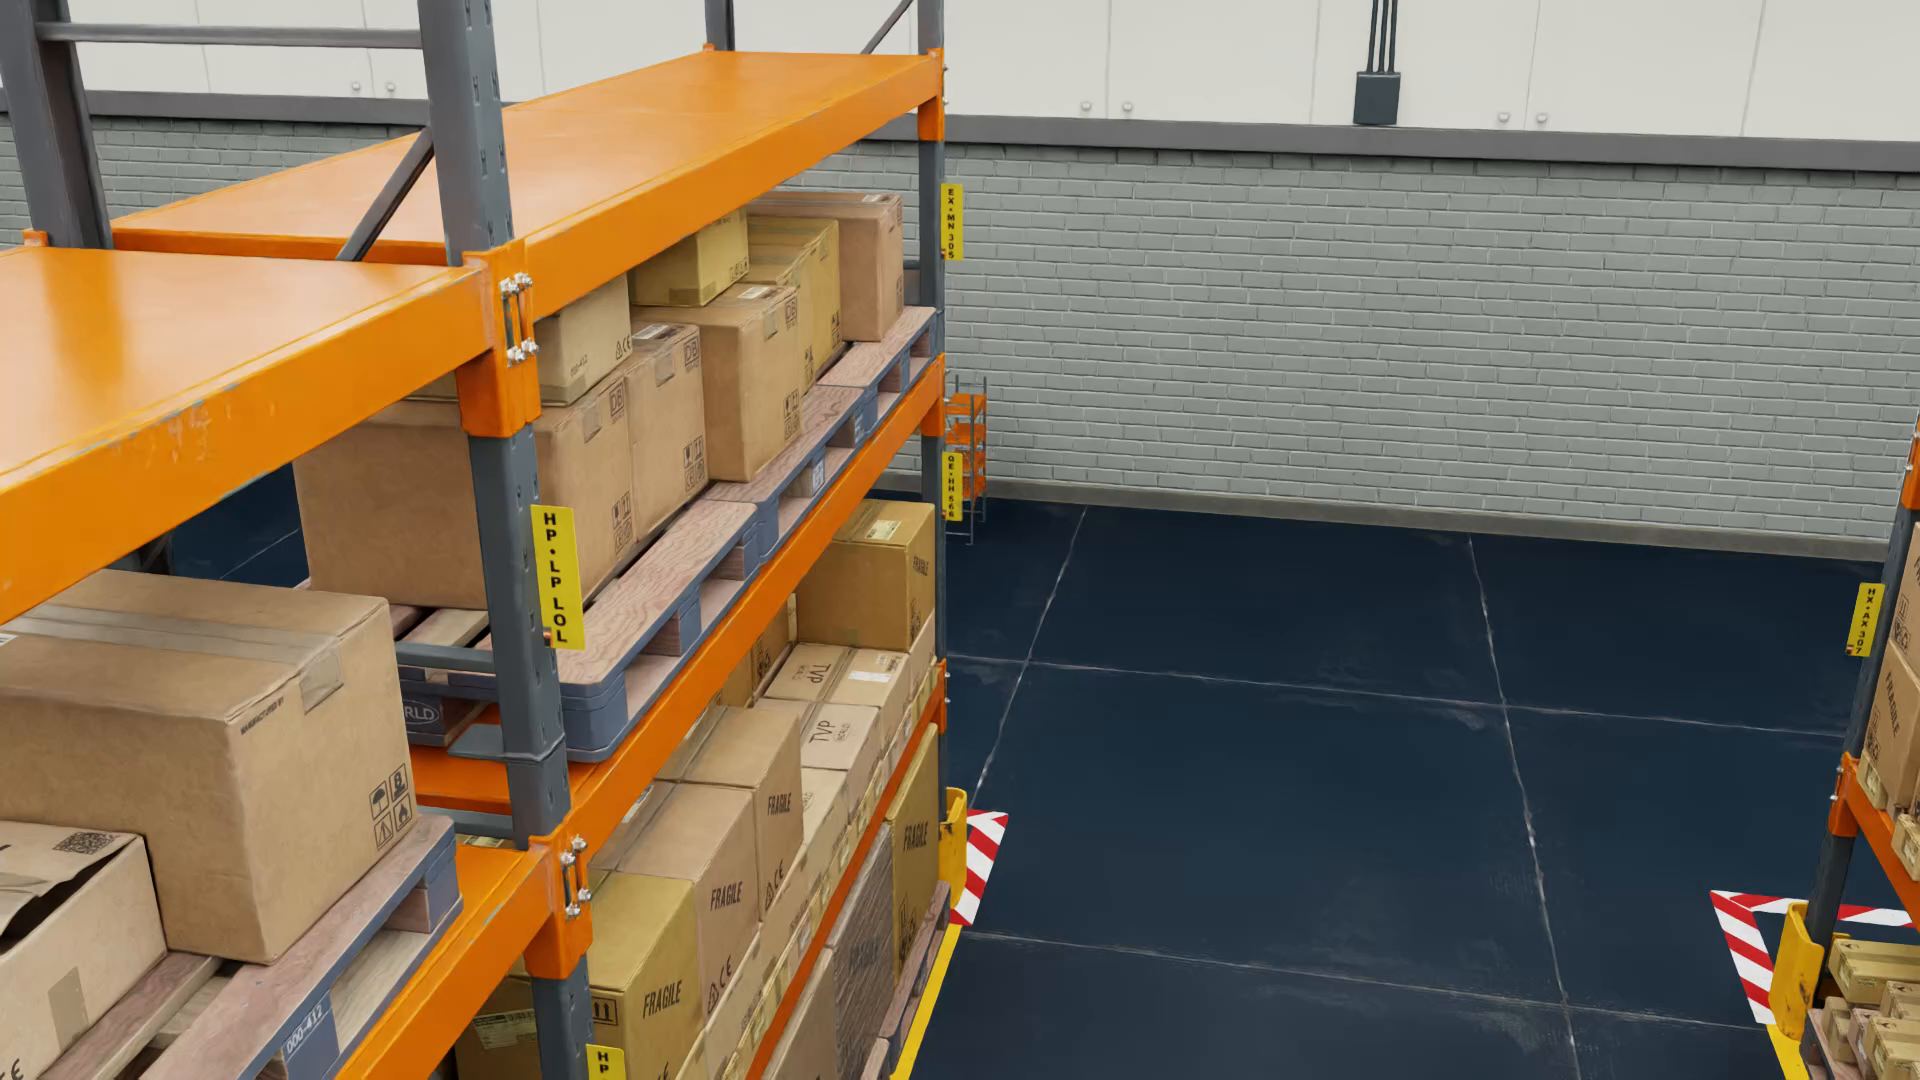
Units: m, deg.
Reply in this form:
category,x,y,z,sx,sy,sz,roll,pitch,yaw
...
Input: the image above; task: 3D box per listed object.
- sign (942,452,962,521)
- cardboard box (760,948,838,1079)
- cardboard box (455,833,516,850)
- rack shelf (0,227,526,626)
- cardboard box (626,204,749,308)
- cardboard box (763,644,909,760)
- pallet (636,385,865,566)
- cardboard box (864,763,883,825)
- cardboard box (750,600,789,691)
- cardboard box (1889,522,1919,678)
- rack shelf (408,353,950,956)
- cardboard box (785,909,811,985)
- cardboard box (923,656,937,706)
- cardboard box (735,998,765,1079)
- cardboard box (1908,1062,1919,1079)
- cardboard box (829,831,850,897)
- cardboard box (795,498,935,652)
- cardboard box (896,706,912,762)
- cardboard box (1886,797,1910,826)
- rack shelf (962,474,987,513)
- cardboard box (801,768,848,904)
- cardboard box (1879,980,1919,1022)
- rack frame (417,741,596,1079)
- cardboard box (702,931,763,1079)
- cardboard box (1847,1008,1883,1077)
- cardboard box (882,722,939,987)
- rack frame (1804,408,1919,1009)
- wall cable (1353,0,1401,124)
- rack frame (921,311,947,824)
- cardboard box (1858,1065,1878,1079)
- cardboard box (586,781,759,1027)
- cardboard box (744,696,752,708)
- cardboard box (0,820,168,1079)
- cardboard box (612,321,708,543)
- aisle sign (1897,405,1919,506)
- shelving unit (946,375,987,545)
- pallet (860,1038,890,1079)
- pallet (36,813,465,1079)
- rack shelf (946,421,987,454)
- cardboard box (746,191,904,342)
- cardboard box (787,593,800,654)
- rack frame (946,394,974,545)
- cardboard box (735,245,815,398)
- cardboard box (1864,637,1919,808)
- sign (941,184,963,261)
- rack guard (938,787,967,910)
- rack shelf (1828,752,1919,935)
category,x,y,z,sx,sy,sz,roll,pitch,yaw
sign,-0.039,-0.242,7.574,0.100,0.325,0.005,4,22,11
cardboard box,-0.987,2.047,6.037,0.875,0.875,0.875,4,22,11
cardboard box,-1.445,1.033,5.072,0.500,0.500,0.500,5,22,11
rack shelf,-1.791,0.289,1.589,1.077,0.370,4.000,4,22,11
cardboard box,-0.989,-0.931,5.301,0.500,0.250,0.500,4,22,9
cardboard box,-0.510,0.673,6.971,0.500,0.250,0.500,4,22,10
pallet,-0.955,-0.273,5.619,1.003,0.211,1.213,4,22,11
cardboard box,-0.524,1.004,6.683,0.380,0.149,0.250,4,22,10
cardboard box,-1.031,0.280,6.943,0.500,0.500,0.500,4,22,10
cardboard box,3.917,0.269,6.300,0.500,0.500,0.500,4,22,11
rack shelf,-0.975,0.032,5.707,1.077,0.370,4.000,4,22,11
cardboard box,-0.733,1.381,5.747,0.380,0.149,0.250,5,22,12
cardboard box,-0.317,0.630,7.611,0.380,0.149,0.250,5,22,12
cardboard box,-0.838,1.566,5.287,0.380,0.149,0.250,4,22,9
cardboard box,3.744,2.080,6.132,0.380,0.149,0.250,3,22,8
cardboard box,-0.629,1.189,6.223,0.380,0.149,0.250,5,22,12
cardboard box,-0.409,0.140,7.290,0.500,0.500,0.500,5,22,12
cardboard box,-0.421,0.817,7.145,0.380,0.149,0.250,5,22,11
cardboard box,3.870,1.079,6.495,0.380,0.149,0.250,5,23,13
rack shelf,0.034,-0.371,12.879,0.258,0.148,0.480,4,22,11
cardboard box,-0.716,1.050,6.035,0.500,0.250,0.500,4,22,11
cardboard box,3.890,1.900,6.577,0.380,0.149,0.250,5,22,12
rack frame,-1.383,1.821,4.317,1.000,3.000,0.127,4,22,11
cardboard box,-0.924,1.419,5.117,0.500,0.250,0.500,4,22,11
cardboard box,3.799,2.031,6.652,0.380,0.149,0.250,4,22,11
cardboard box,-0.619,1.389,7.672,0.875,0.875,0.875,4,22,11
rack frame,4.268,0.773,6.919,1.000,3.000,0.127,4,22,11
wall cable,3.961,-5.722,10.710,2.277,5.999,0.120,4,22,11
rack frame,-0.567,0.358,7.949,1.000,3.000,0.127,4,22,11
cardboard box,3.875,2.170,6.705,0.380,0.149,0.250,4,22,11
cardboard box,-0.927,1.069,4.982,0.500,0.500,0.500,4,22,11
cardboard box,-1.135,0.819,6.608,0.500,0.250,0.500,4,22,9
cardboard box,-1.695,0.670,2.716,0.500,0.311,0.500,4,22,9
cardboard box,-1.168,-0.345,4.850,0.700,0.500,0.500,6,23,14
aisle sign,3.989,-0.482,6.556,0.394,0.787,0.004,4,22,11
shelving unit,0.034,-0.617,12.780,0.258,1.200,0.503,4,22,11
pallet,-0.905,2.395,6.625,1.003,0.211,1.213,4,22,11
pallet,-1.522,0.857,2.951,0.805,0.209,1.217,4,22,9
rack shelf,0.034,-0.762,12.721,0.258,0.148,0.480,4,22,11
cardboard box,-0.621,-1.127,6.791,0.700,0.500,0.500,3,22,8
cardboard box,-0.929,0.445,7.537,0.500,0.250,0.500,4,22,9
rack frame,-0.016,-0.528,12.558,0.240,1.200,0.015,4,22,11
cardboard box,-0.911,-0.737,5.824,0.700,0.500,0.500,3,22,7
cardboard box,3.906,0.732,6.489,0.500,0.500,0.500,6,23,13
sign,-0.039,-1.361,7.123,0.100,0.325,0.005,4,22,11
rack guard,-0.562,1.509,8.438,1.175,0.500,0.348,4,22,11
rack shelf,3.860,1.838,5.237,1.077,0.370,4.000,4,22,11
